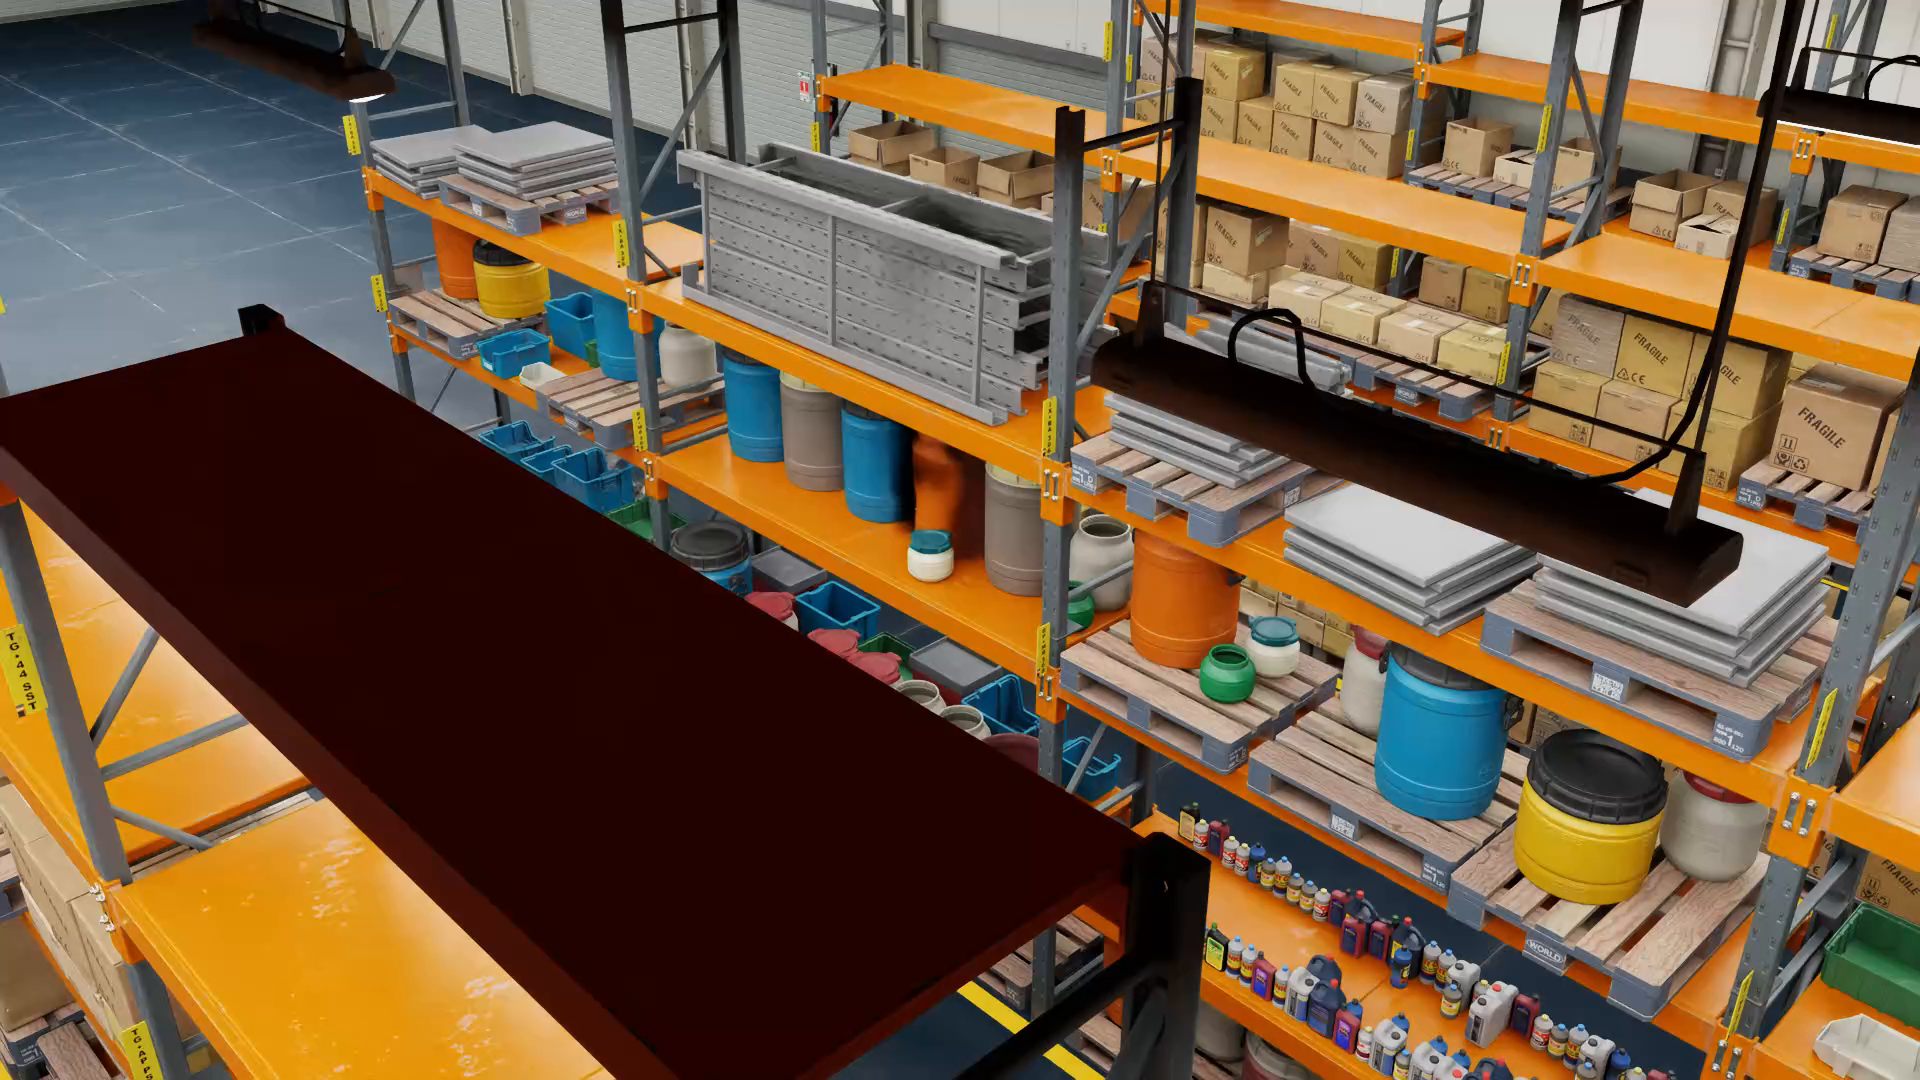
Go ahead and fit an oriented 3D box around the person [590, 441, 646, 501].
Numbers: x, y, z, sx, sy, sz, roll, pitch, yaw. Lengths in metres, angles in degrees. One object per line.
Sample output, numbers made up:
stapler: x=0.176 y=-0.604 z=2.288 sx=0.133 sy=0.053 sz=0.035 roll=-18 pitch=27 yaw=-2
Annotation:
person: x=-3.495 y=-0.851 z=16.828 sx=0.578 sy=1.549 sz=0.548 roll=2 pitch=28 yaw=4
